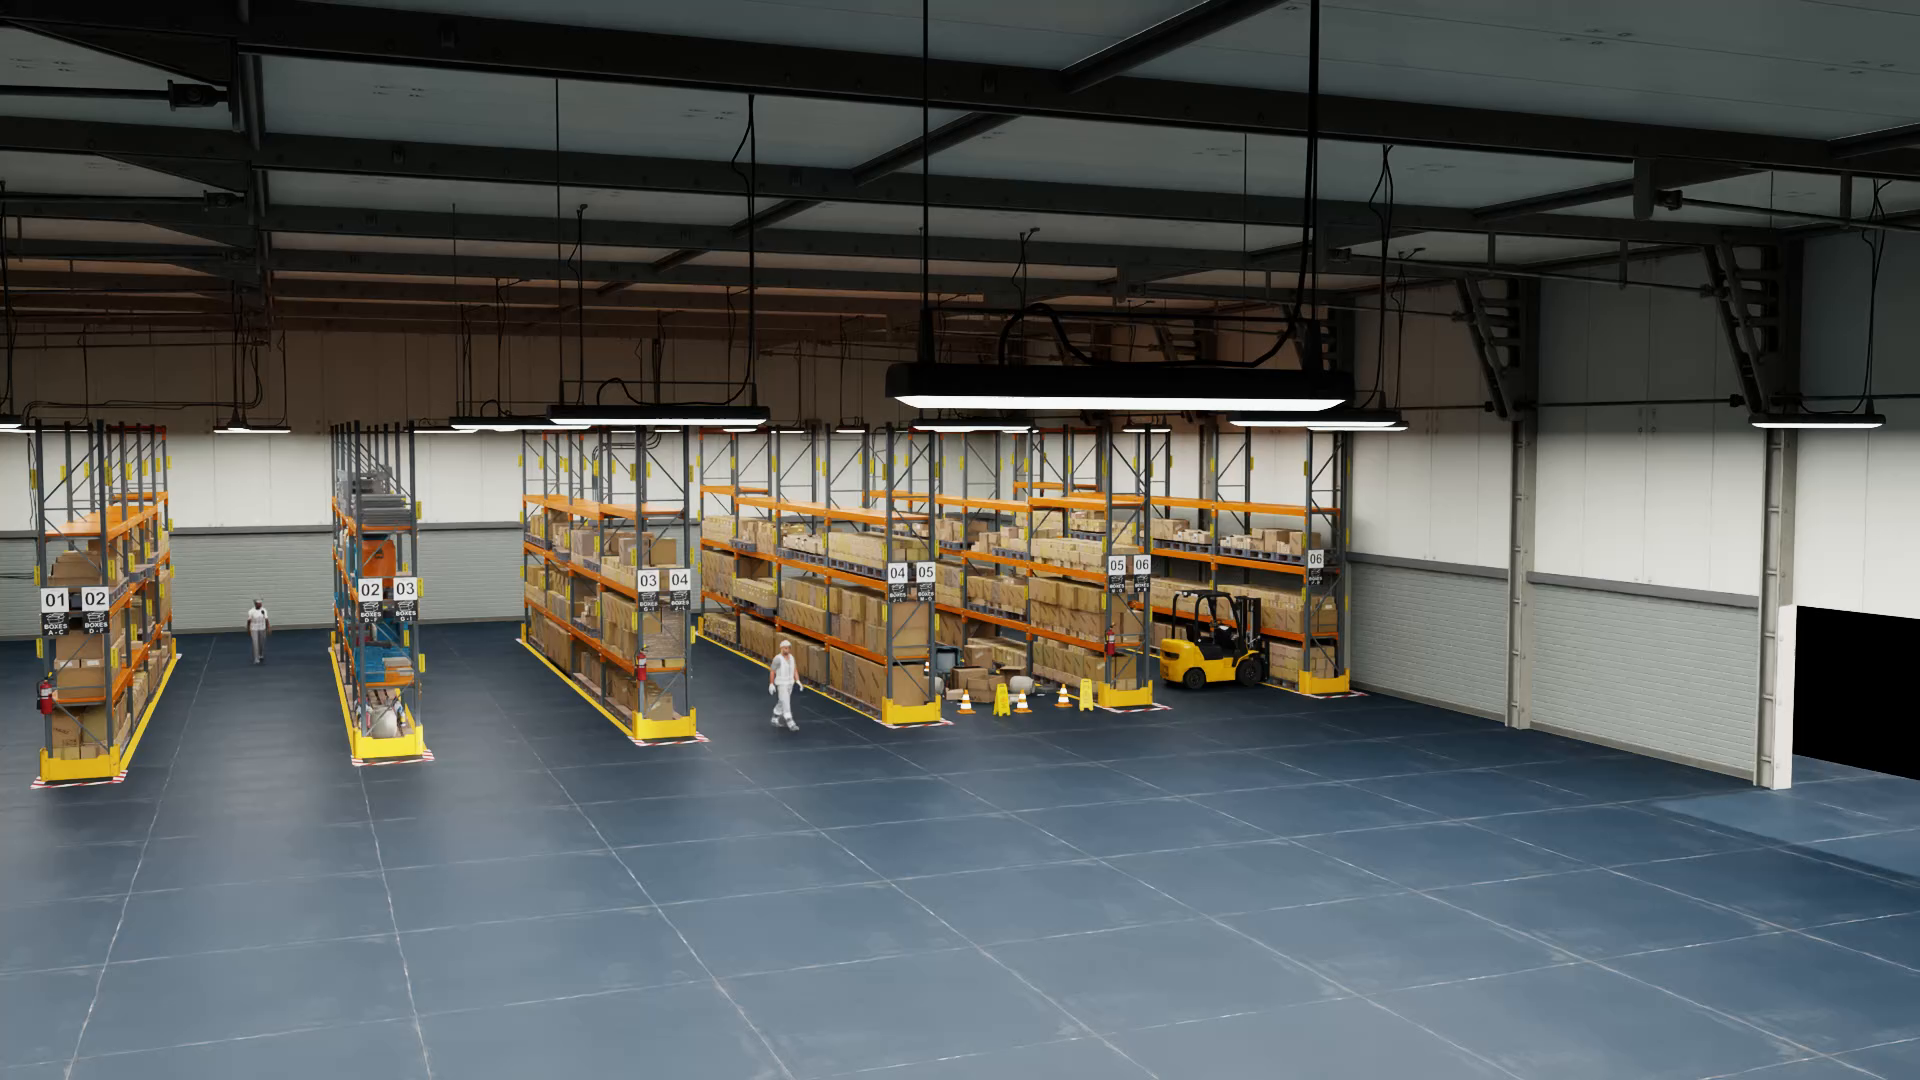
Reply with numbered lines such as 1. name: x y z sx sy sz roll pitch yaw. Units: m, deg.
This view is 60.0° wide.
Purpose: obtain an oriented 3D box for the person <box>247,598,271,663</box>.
1. person: -17.738 2.263 42.065 0.553 1.625 1.033 -2 4 -25

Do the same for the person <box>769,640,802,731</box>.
1. person: -3.335 2.808 32.235 1.040 1.731 0.559 3 5 38
